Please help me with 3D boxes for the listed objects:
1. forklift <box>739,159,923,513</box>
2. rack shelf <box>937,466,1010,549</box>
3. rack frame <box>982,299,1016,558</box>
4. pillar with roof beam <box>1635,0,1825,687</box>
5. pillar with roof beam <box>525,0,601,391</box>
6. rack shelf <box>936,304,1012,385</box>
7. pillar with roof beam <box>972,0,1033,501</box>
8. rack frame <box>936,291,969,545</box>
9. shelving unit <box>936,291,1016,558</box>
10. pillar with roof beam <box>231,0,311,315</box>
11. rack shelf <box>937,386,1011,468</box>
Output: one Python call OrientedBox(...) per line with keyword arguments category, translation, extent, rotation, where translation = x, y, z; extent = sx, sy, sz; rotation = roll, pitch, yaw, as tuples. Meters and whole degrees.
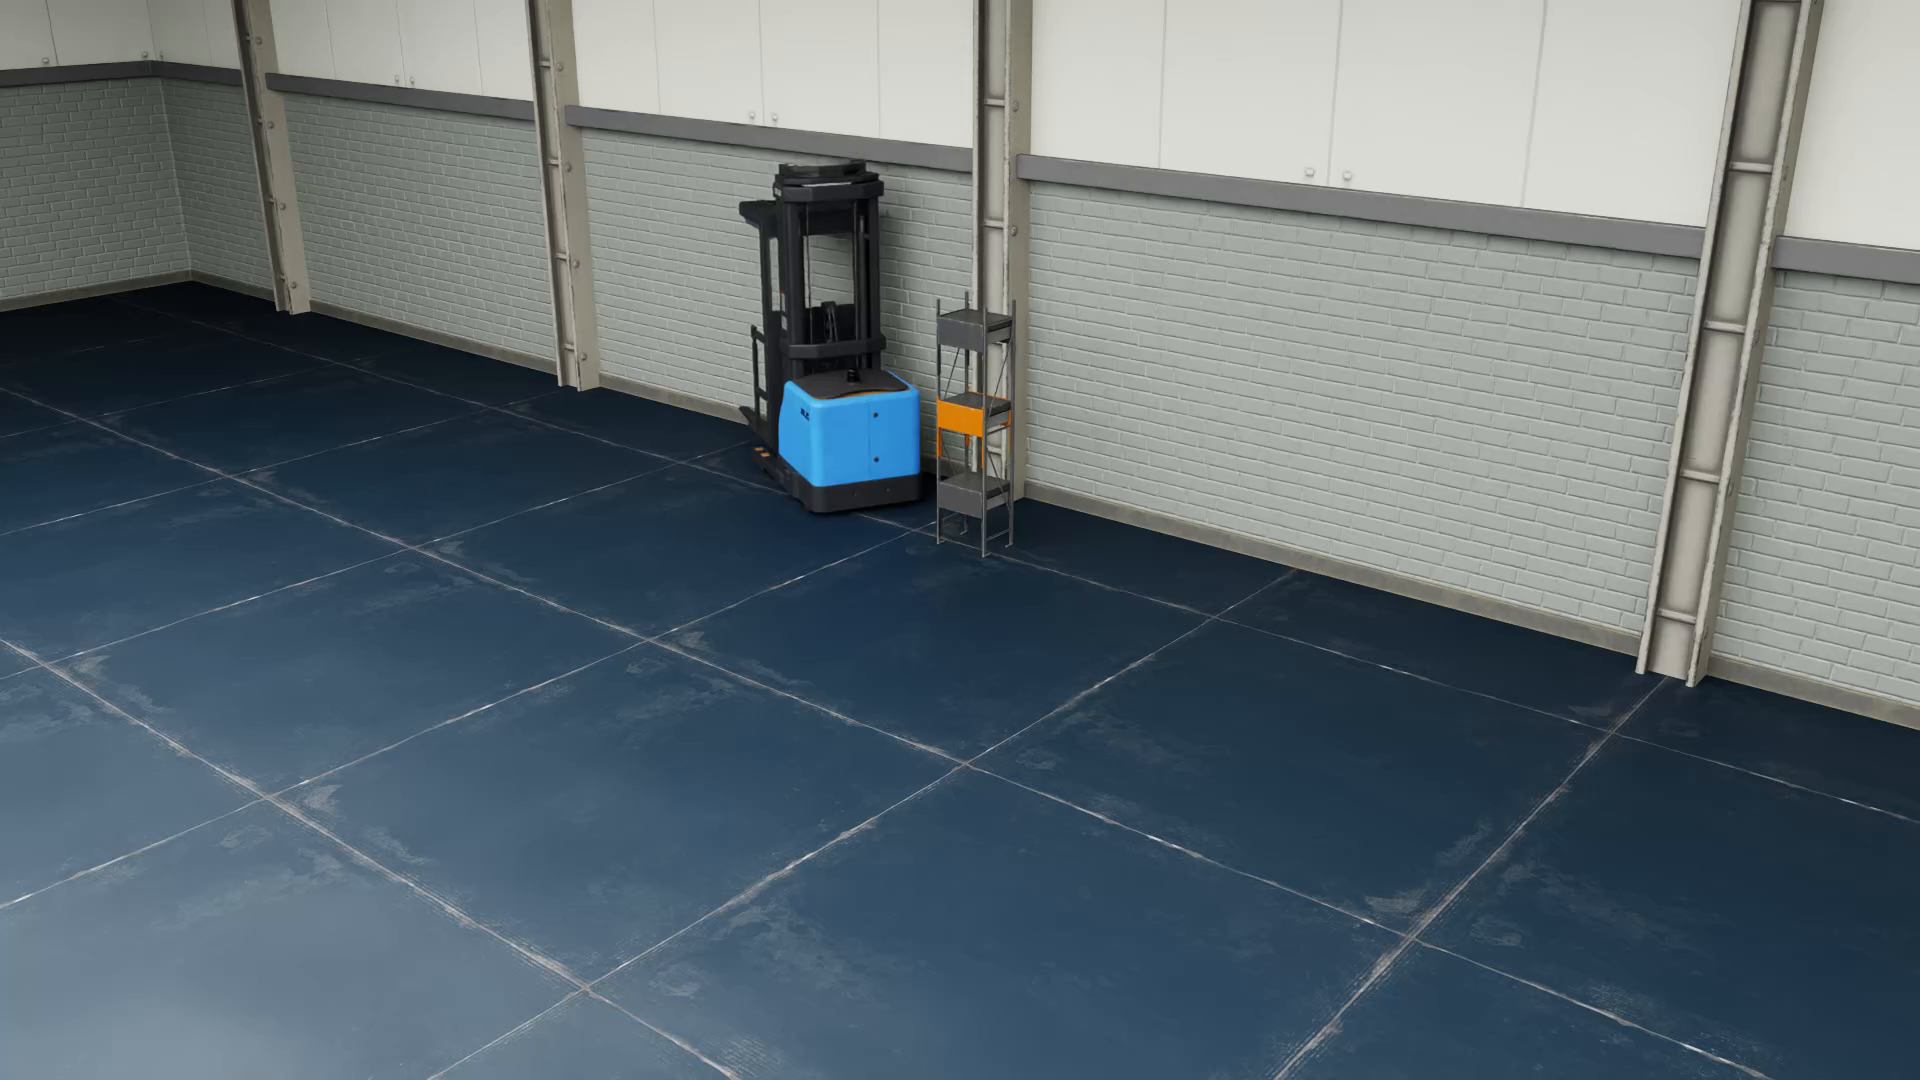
OrientedBox(category="forklift", translation=(-1.380, -2.093, 15.565), extent=(1.130, 2.935, 3.031), rotation=(-9, 22, -22))
OrientedBox(category="rack shelf", translation=(0.128, -0.278, 13.952), extent=(0.480, 0.518, 0.431), rotation=(16, 26, 36))
OrientedBox(category="rack frame", translation=(0.317, -0.891, 13.555), extent=(0.015, 2.100, 0.400), rotation=(16, 26, 36))
OrientedBox(category="pillar with roof beam", translation=(2.281, -2.102, 6.988), extent=(0.400, 9.000, 9.100), rotation=(16, 26, 36))
OrientedBox(category="pillar with roof beam", translation=(-7.016, -4.779, 14.087), extent=(0.400, 9.000, 9.100), rotation=(16, 26, 36))
OrientedBox(category="rack shelf", translation=(0.128, -1.588, 13.458), extent=(0.480, 0.518, 0.431), rotation=(16, 26, 36))
OrientedBox(category="pillar with roof beam", translation=(-2.368, -3.440, 10.537), extent=(0.400, 9.000, 9.100), rotation=(16, 26, 36))
OrientedBox(category="rack frame", translation=(-0.061, -1.000, 13.844), extent=(0.015, 2.100, 0.400), rotation=(16, 26, 36))
OrientedBox(category="shelving unit", translation=(0.128, -0.946, 13.700), extent=(0.503, 2.100, 0.431), rotation=(16, 26, 36))
OrientedBox(category="pillar with roof beam", translation=(-11.664, -6.117, 17.637), extent=(0.400, 9.000, 9.100), rotation=(16, 26, 36))
OrientedBox(category="rack shelf", translation=(0.128, -0.933, 13.705), extent=(0.480, 0.518, 0.431), rotation=(16, 26, 36))
